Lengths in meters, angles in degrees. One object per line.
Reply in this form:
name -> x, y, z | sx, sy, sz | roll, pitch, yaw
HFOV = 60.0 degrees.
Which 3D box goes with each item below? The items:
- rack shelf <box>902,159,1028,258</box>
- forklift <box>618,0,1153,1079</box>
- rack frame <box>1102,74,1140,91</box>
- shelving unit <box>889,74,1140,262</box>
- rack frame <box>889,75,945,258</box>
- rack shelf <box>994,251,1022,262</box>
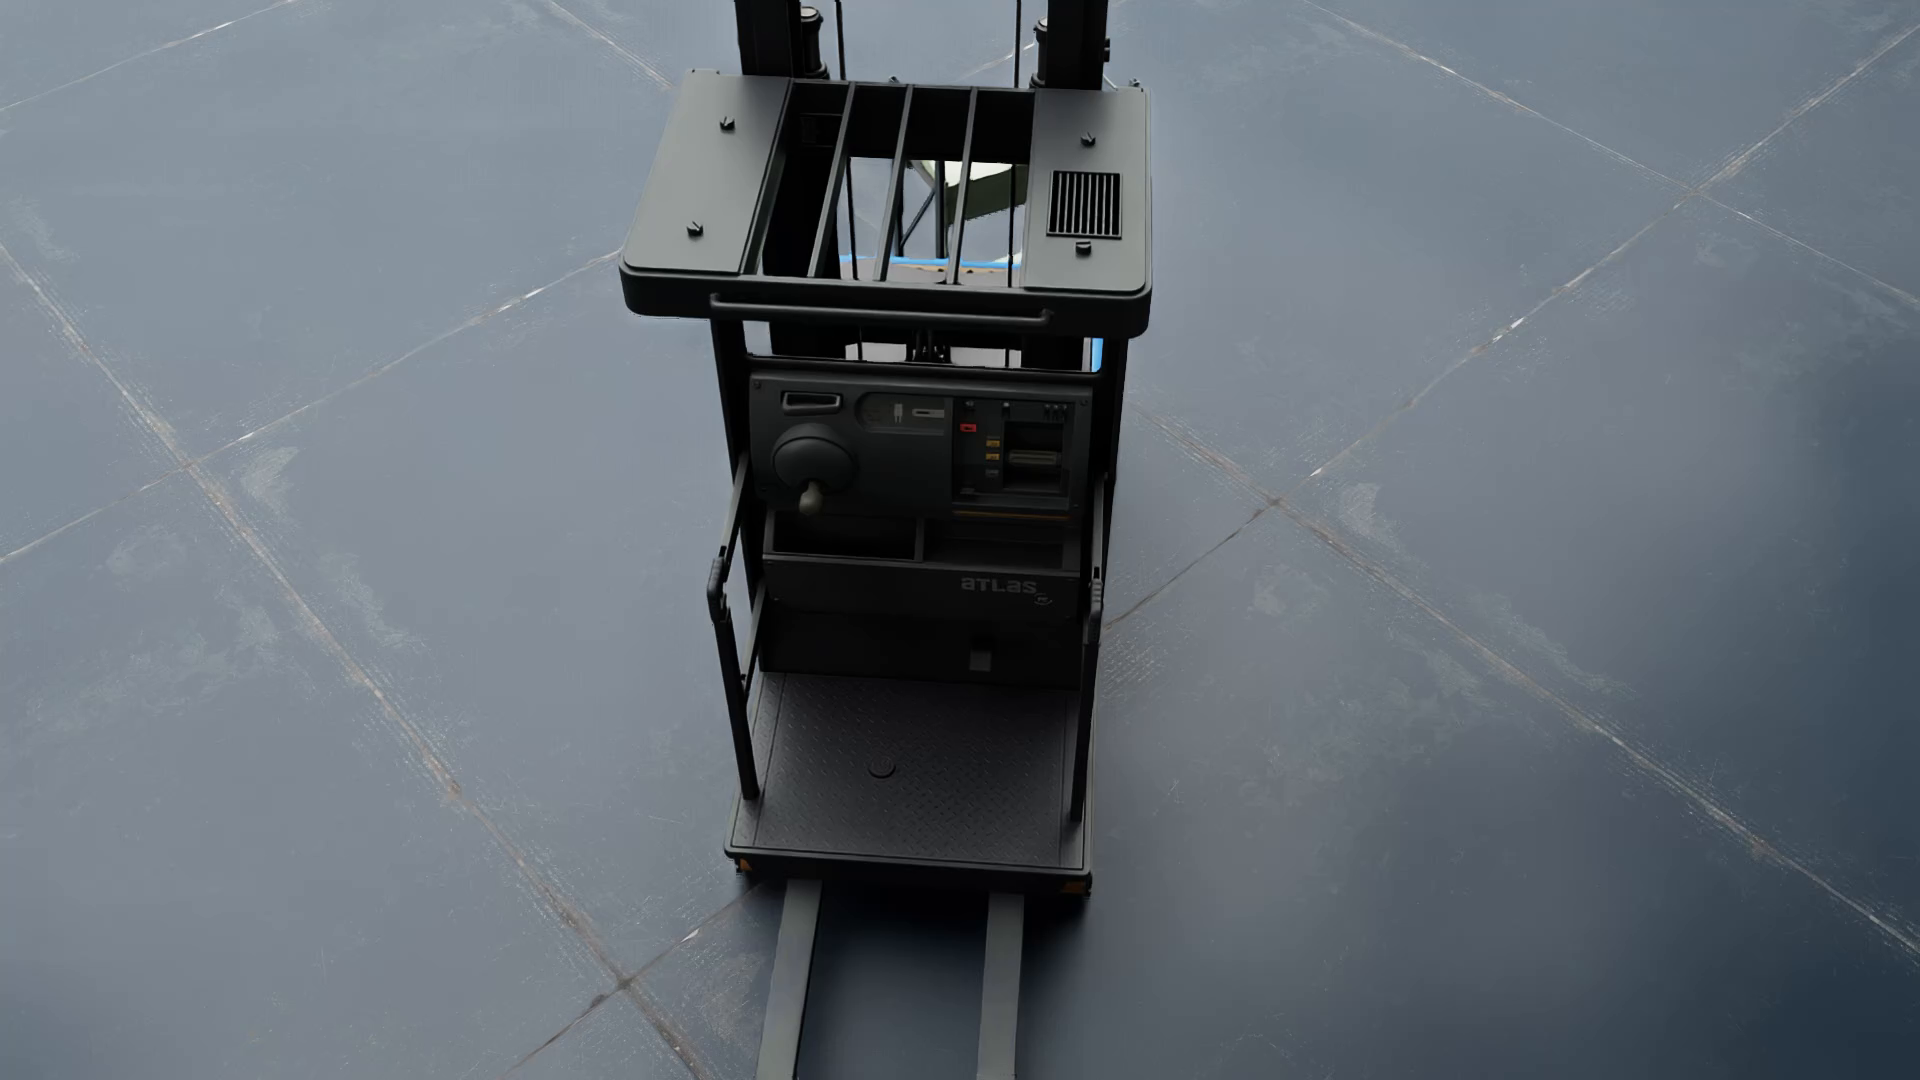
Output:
rack shelf -> 0.184, -1.323, 5.919 | 0.720, 0.370, 0.431 | -20, 50, -17
forklift -> -0.124, -0.149, 4.394 | 1.130, 2.935, 3.031 | 3, 47, 3
rack frame -> 0.514, -1.175, 6.314 | 0.023, 1.500, 0.400 | -20, 50, -17
shelving unit -> 0.184, -1.058, 6.206 | 0.755, 1.500, 0.431 | -20, 50, -17
rack frame -> -0.145, -0.941, 6.098 | 0.023, 1.500, 0.400 | -20, 50, -17
rack shelf -> 0.184, -0.837, 6.445 | 0.720, 0.370, 0.431 | -20, 50, -17
